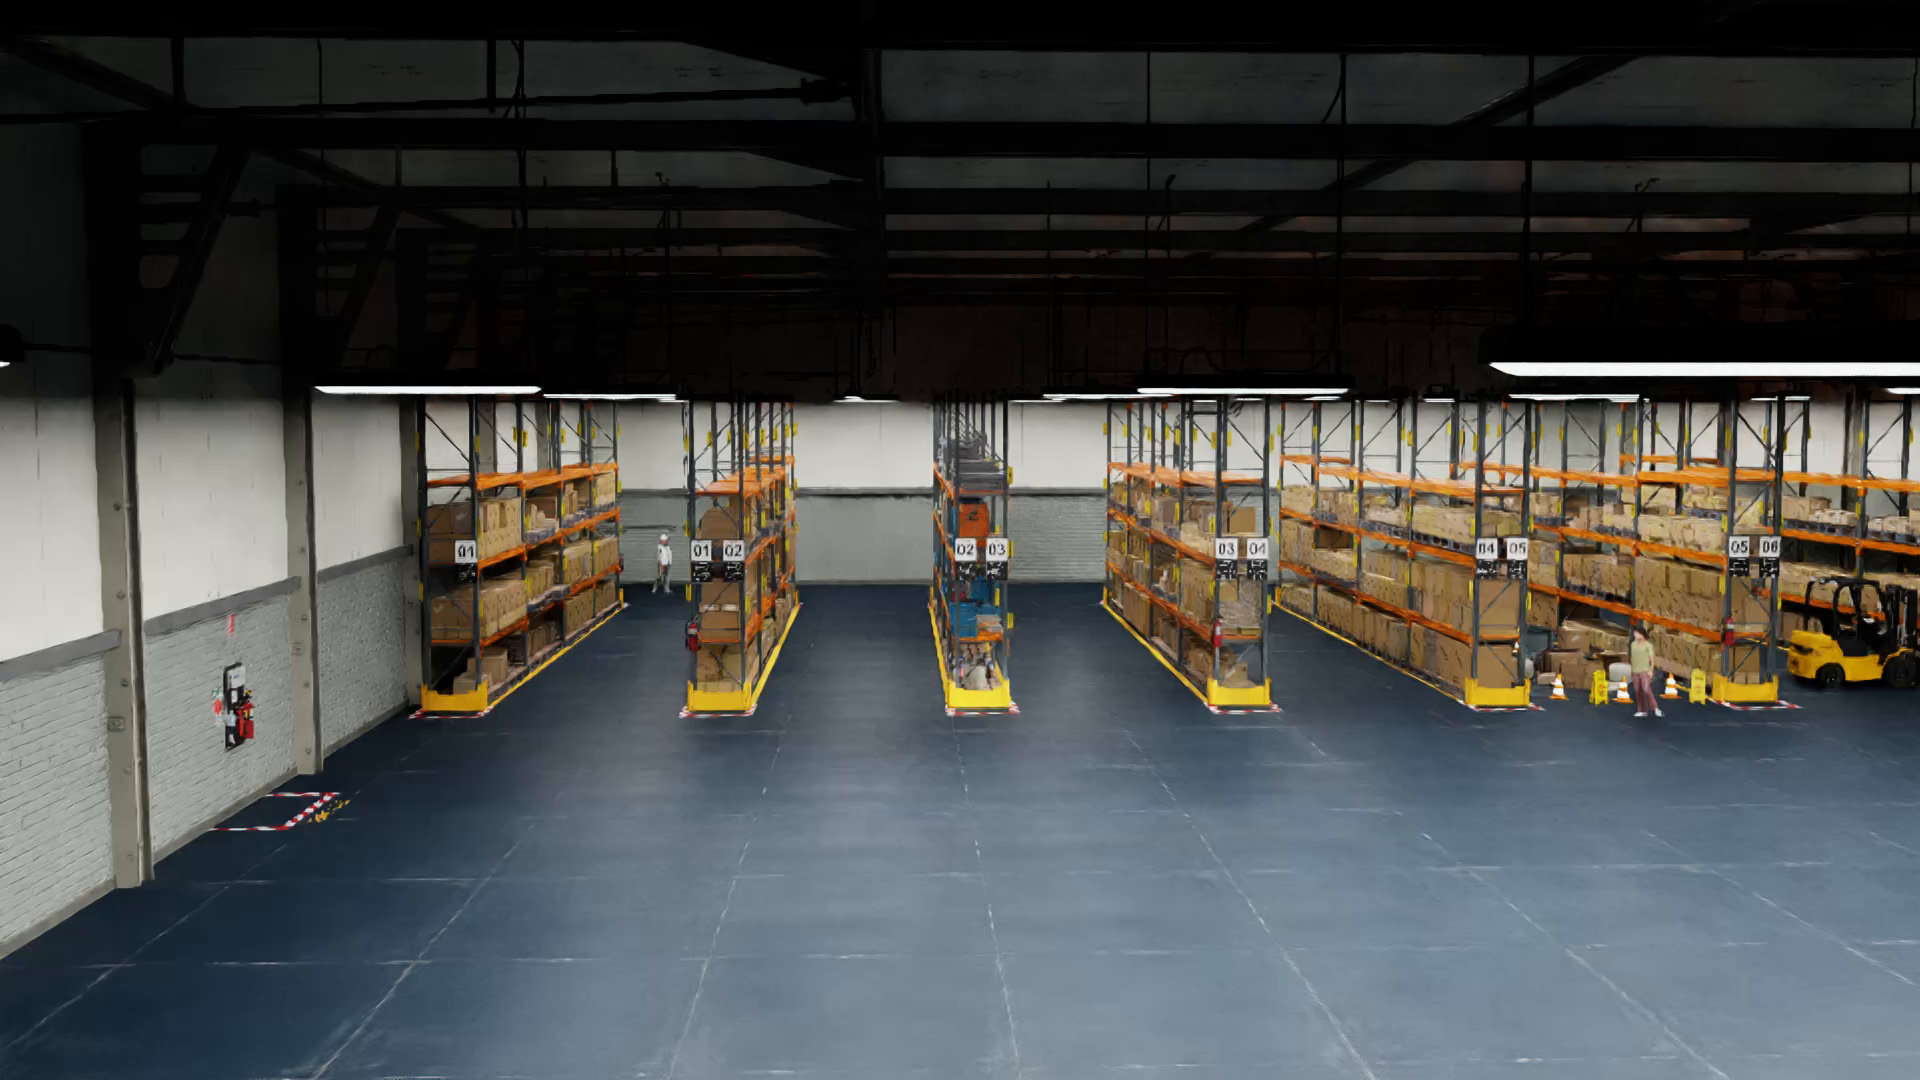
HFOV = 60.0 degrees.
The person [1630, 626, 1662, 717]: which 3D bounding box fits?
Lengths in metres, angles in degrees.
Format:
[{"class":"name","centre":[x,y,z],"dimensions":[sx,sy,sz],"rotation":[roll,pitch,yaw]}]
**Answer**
[{"class":"person","centre":[12.514,2.406,30.365],"dimensions":[0.446,1.663,0.616],"rotation":[-3,6,-35]}]

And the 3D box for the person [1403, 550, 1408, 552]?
[{"class":"person","centre":[12.126,1.142,45.305],"dimensions":[0.597,1.746,0.667],"rotation":[2,5,19]}]

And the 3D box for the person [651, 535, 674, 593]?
[{"class":"person","centre":[-9.077,0.725,50.517],"dimensions":[0.459,1.772,0.690],"rotation":[3,6,35]}]
